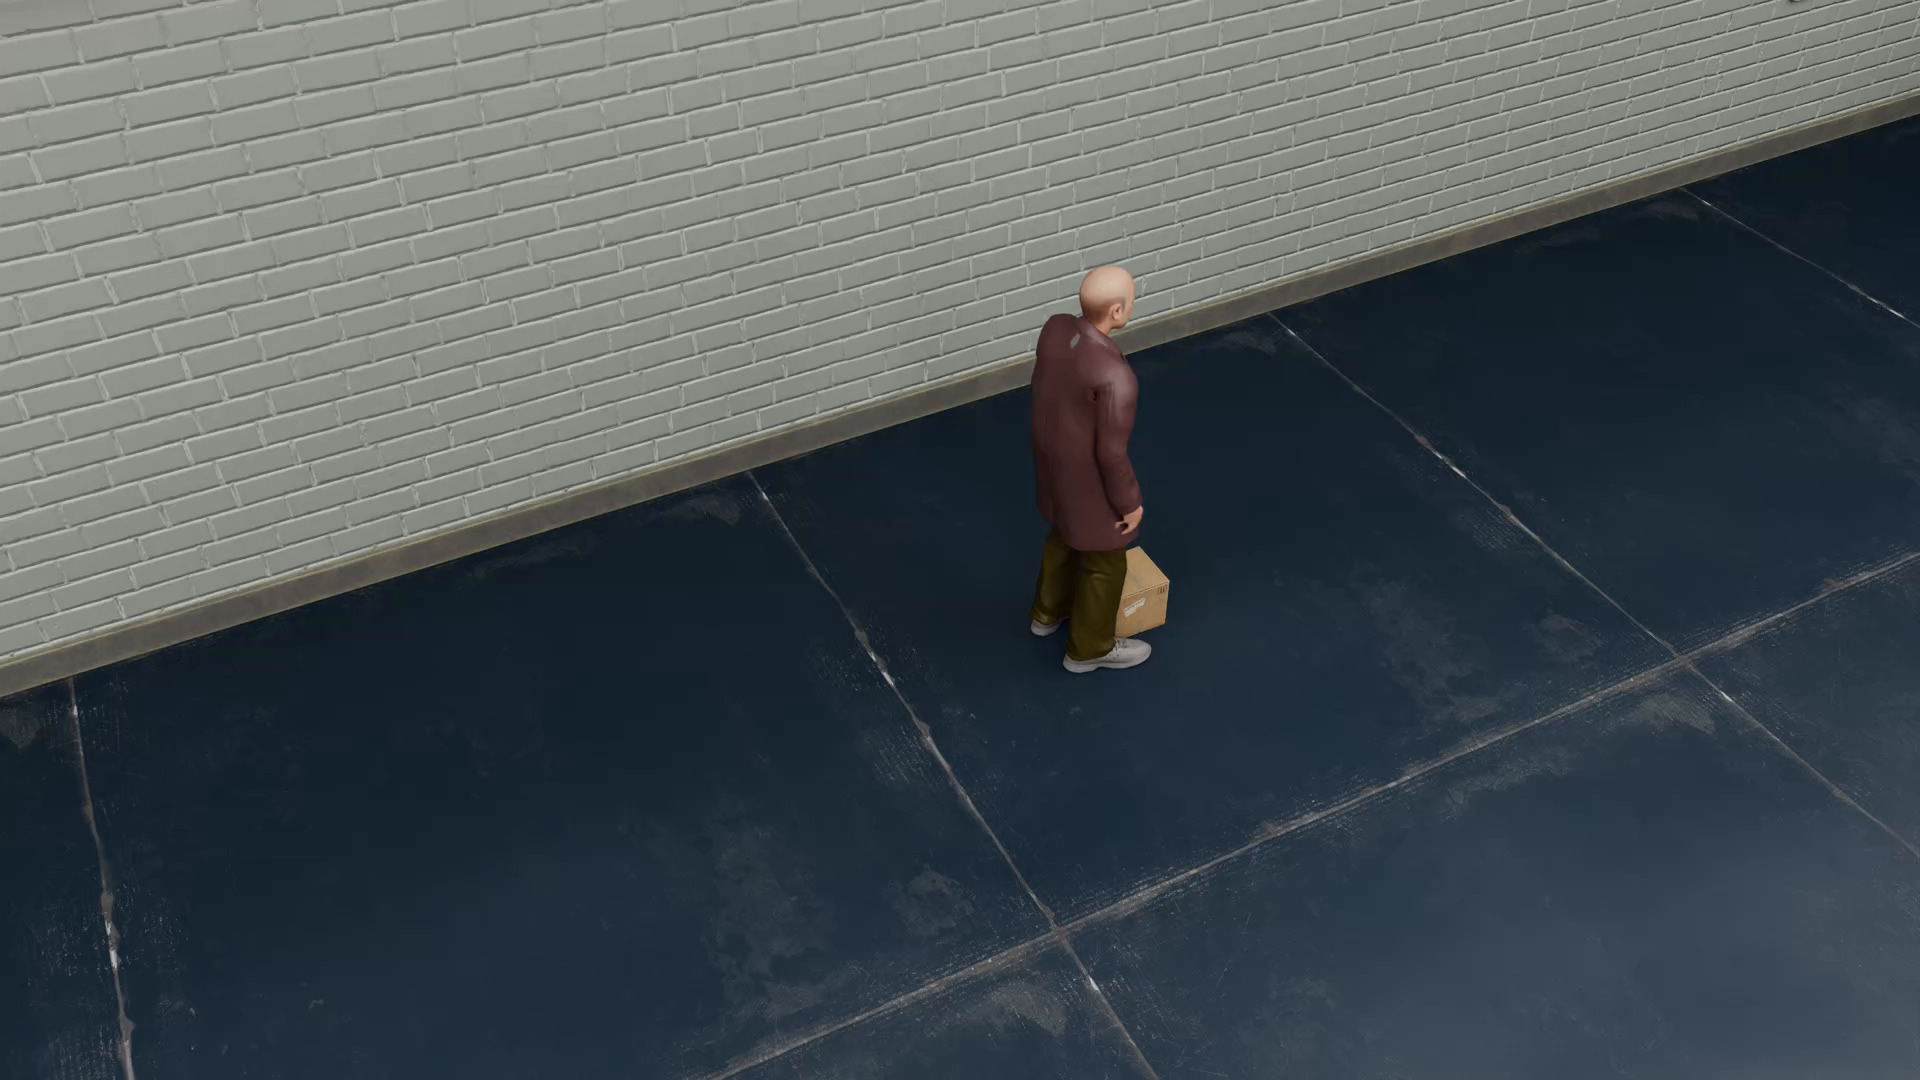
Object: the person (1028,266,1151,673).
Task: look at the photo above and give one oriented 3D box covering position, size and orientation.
[{"bbox_3d":[0.494,-0.266,6.479,0.426,1.773,0.640,-19,44,-21],"label":"person"}]
